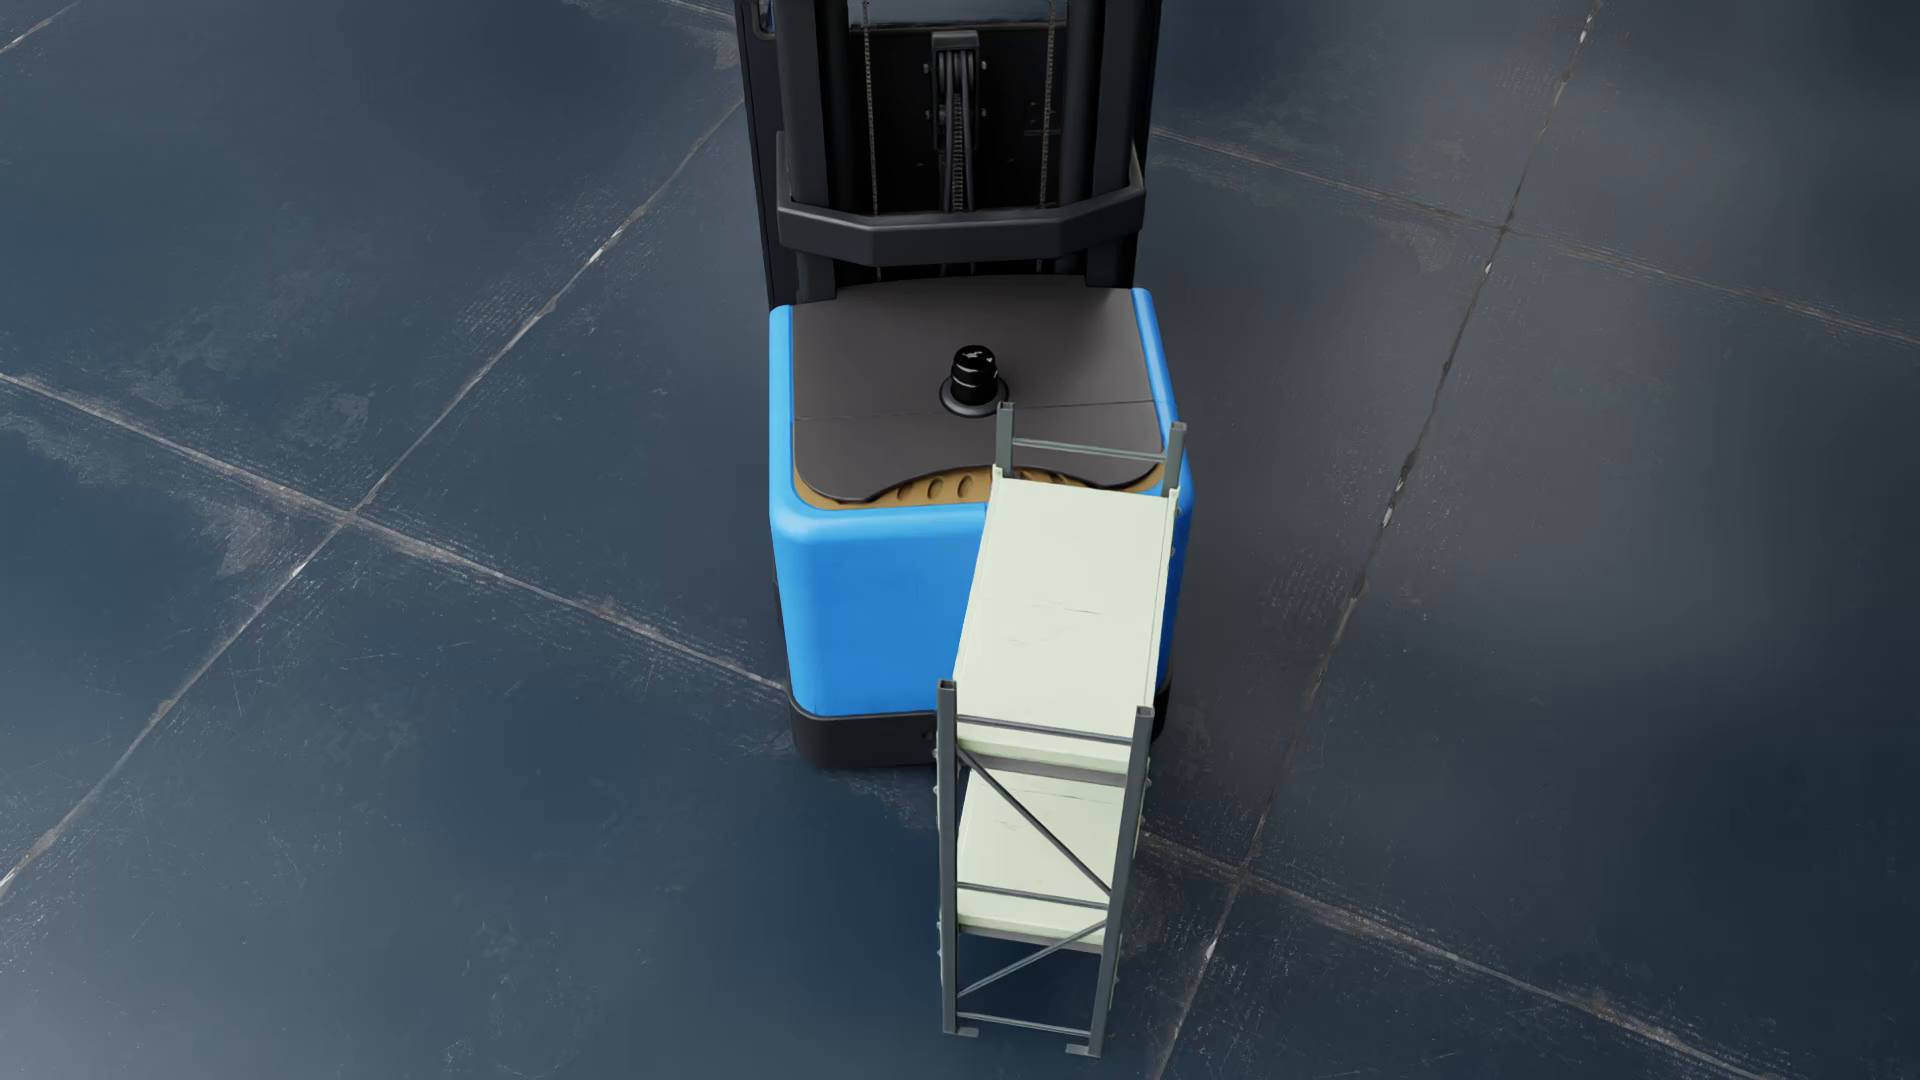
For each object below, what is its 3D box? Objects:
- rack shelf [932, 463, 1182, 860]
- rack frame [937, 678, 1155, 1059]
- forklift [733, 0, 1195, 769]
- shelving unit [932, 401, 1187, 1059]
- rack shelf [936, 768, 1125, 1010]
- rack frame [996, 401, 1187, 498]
[{"bbox_3d":[0.217,0.246,3.543,0.431,0.370,0.720,7,50,6],"label":"rack shelf"},{"bbox_3d":[0.156,0.774,3.607,0.400,1.500,0.023,7,50,6],"label":"rack frame"},{"bbox_3d":[-0.048,-1.441,4.552,1.130,2.935,3.031,-3,50,-3],"label":"forklift"},{"bbox_3d":[0.217,0.499,3.840,0.431,1.500,0.755,7,50,6],"label":"shelving unit"},{"bbox_3d":[0.217,0.710,4.089,0.431,0.370,0.720,7,50,6],"label":"rack shelf"},{"bbox_3d":[0.277,0.224,4.074,0.400,1.500,0.023,7,50,6],"label":"rack frame"}]
